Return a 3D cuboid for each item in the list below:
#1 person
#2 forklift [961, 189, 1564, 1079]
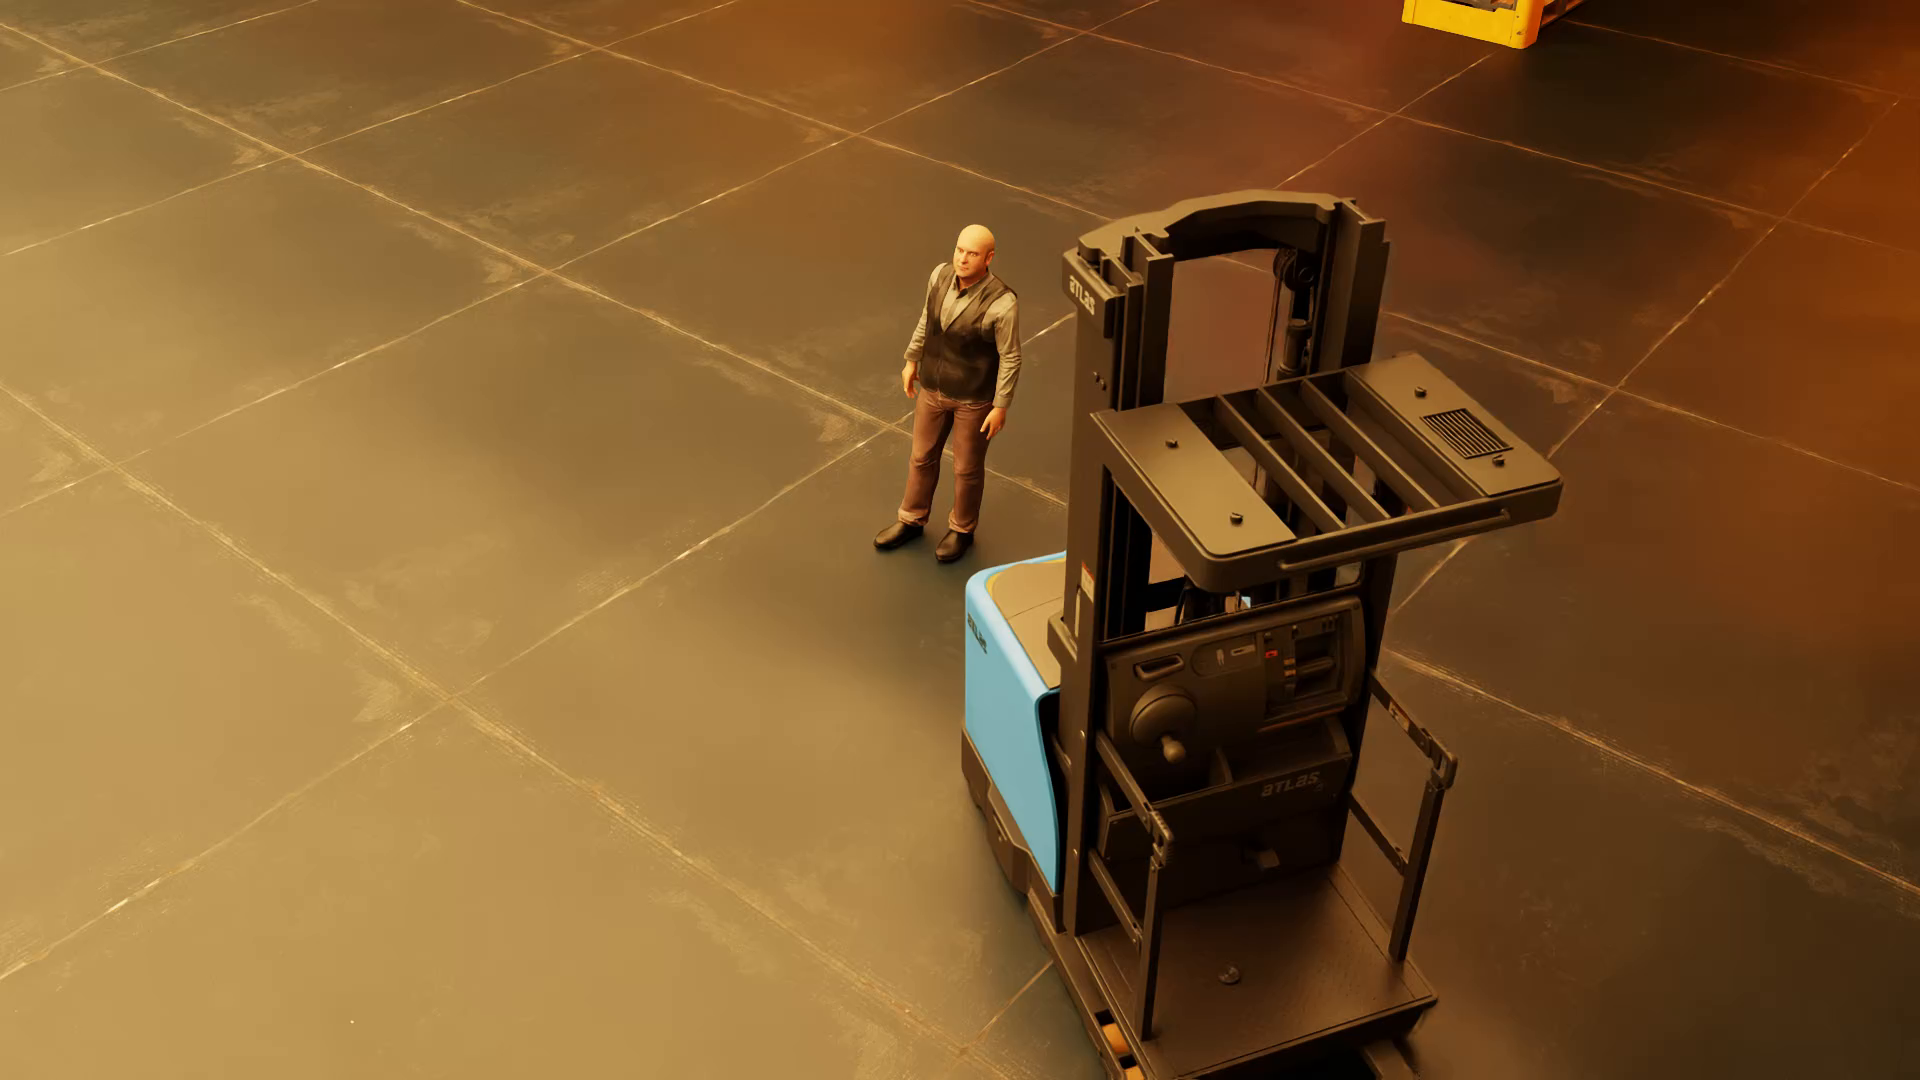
[{"bbox_3d":[-0.046,-0.677,7.963,0.634,1.722,0.566,26,43,31],"label":"person"},{"bbox_3d":[0.986,0.527,5.290,1.130,2.935,3.031,-12,38,-16],"label":"forklift"}]
